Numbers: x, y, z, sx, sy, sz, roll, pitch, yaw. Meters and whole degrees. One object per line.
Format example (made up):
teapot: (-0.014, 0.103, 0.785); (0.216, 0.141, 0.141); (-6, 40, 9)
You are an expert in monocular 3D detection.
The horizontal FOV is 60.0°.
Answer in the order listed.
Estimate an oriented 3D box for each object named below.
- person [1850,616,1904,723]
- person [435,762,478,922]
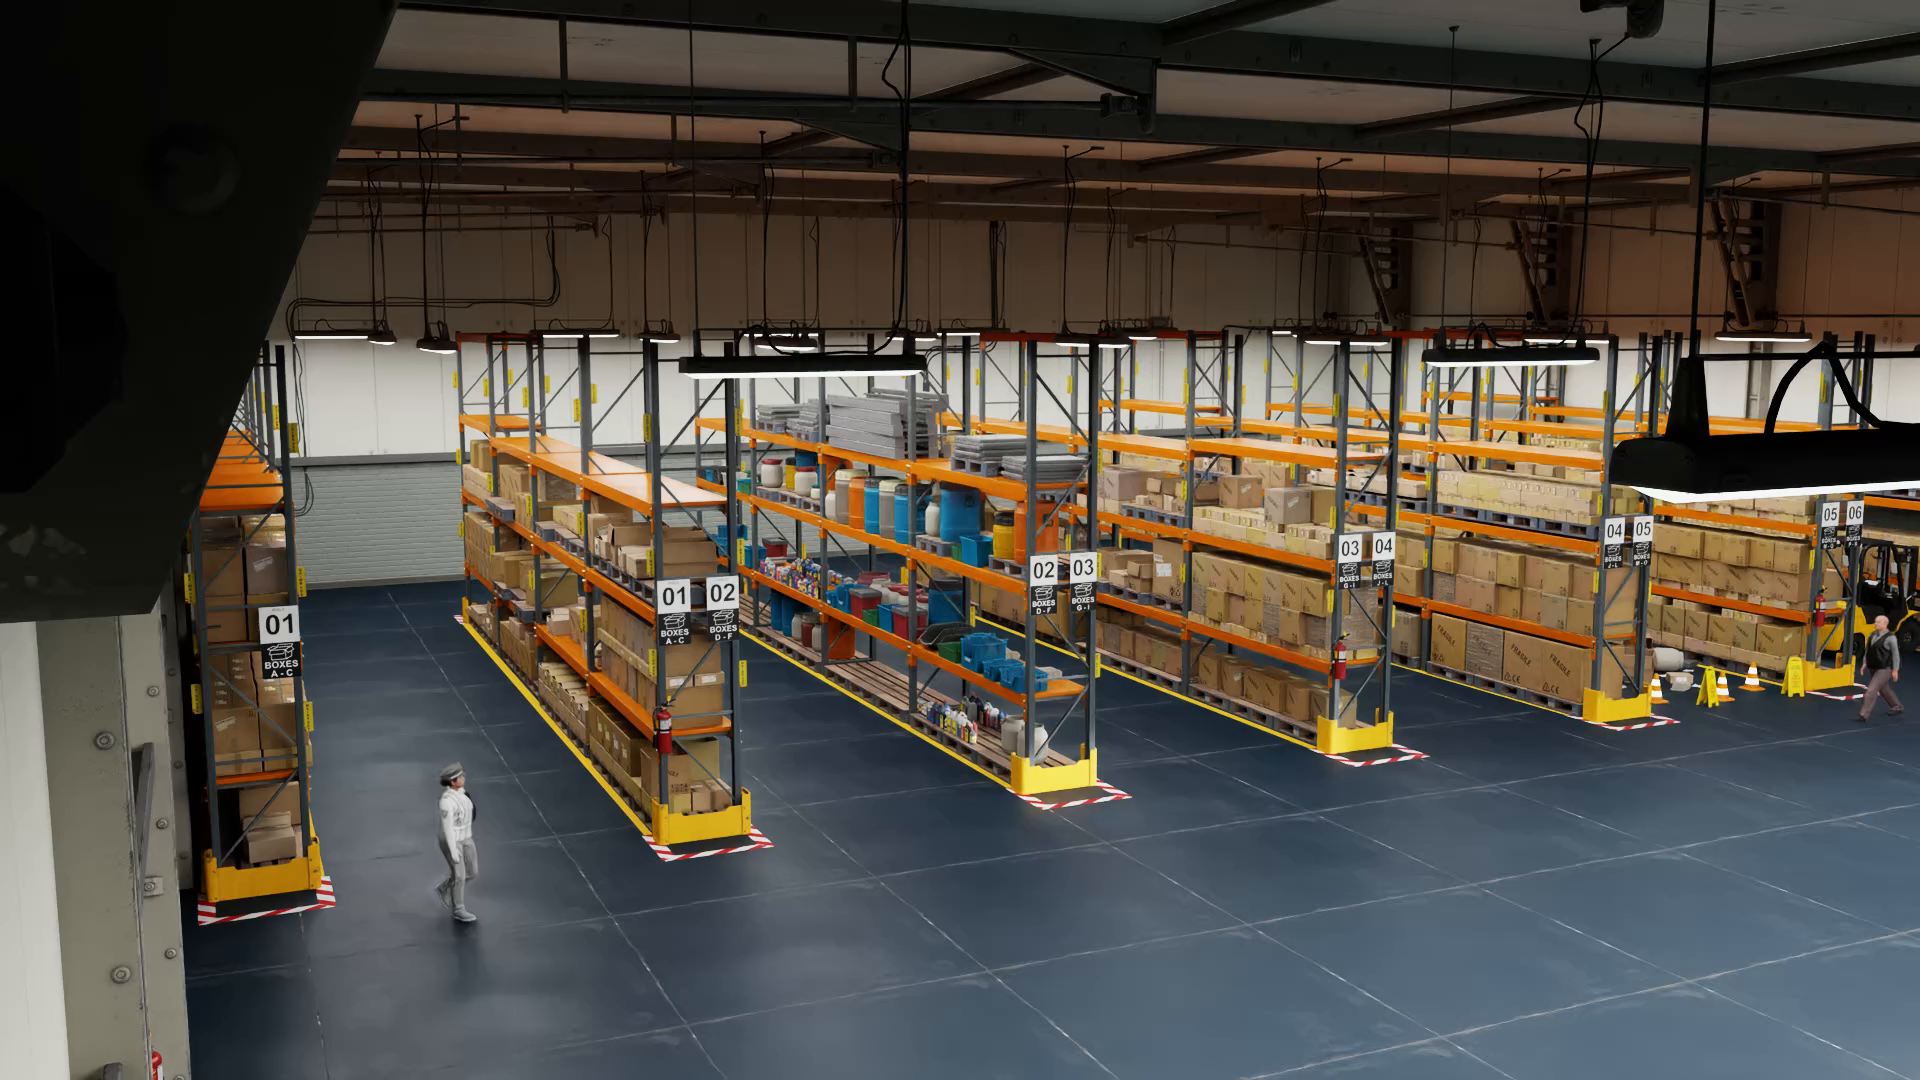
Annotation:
person: (14.359, 2.006, 25.975); (1.070, 1.674, 0.526); (-1, 8, -11)
person: (-5.332, 3.144, 17.435); (0.564, 1.674, 0.475); (3, 8, 19)
